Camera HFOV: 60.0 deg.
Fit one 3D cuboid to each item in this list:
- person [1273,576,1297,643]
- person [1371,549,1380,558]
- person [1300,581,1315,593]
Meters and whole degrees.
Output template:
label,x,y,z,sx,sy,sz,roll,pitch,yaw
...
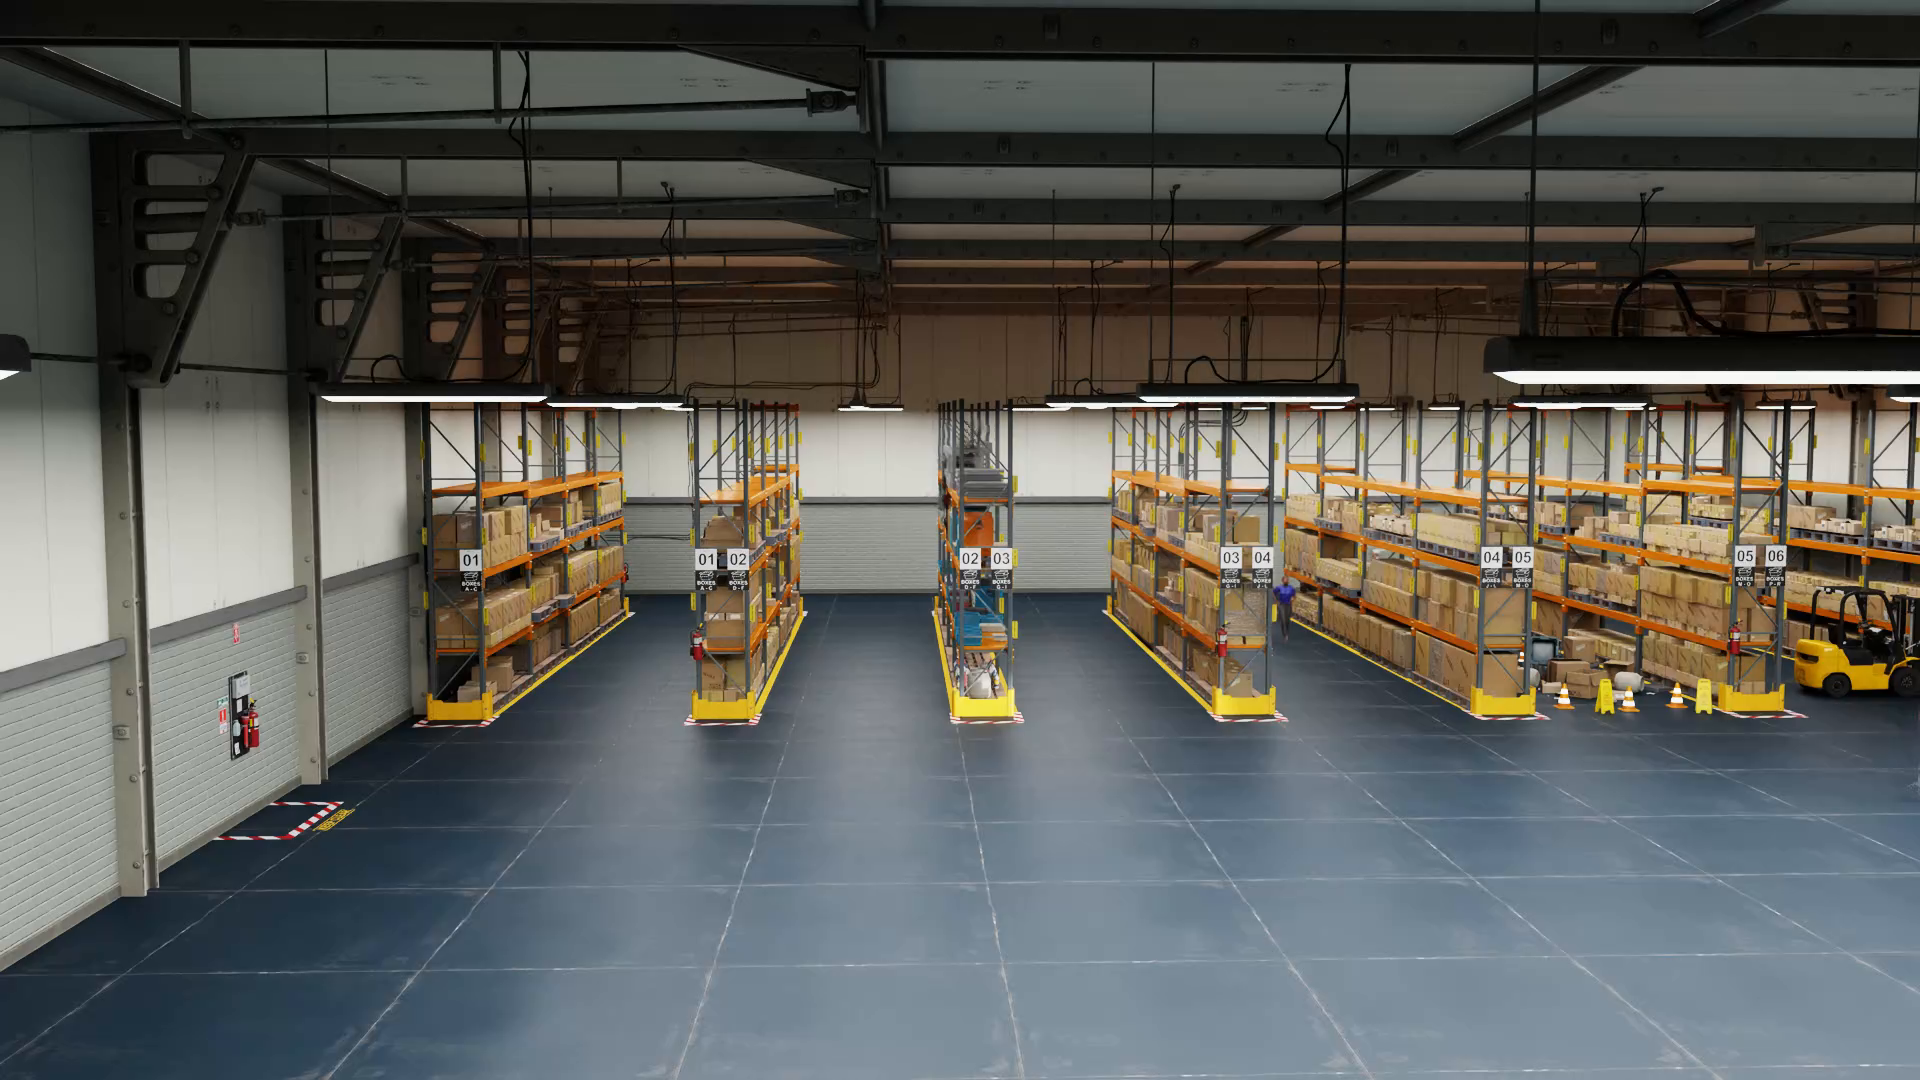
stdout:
label,x,y,z,sx,sy,sz,roll,pitch,yaw
person,8.171,1.717,41.805,0.591,1.657,0.835,0,4,-5
person,12.282,1.127,49.109,0.632,1.752,0.644,0,4,0
person,10.253,1.139,49.115,0.778,1.704,0.888,-4,6,-44
